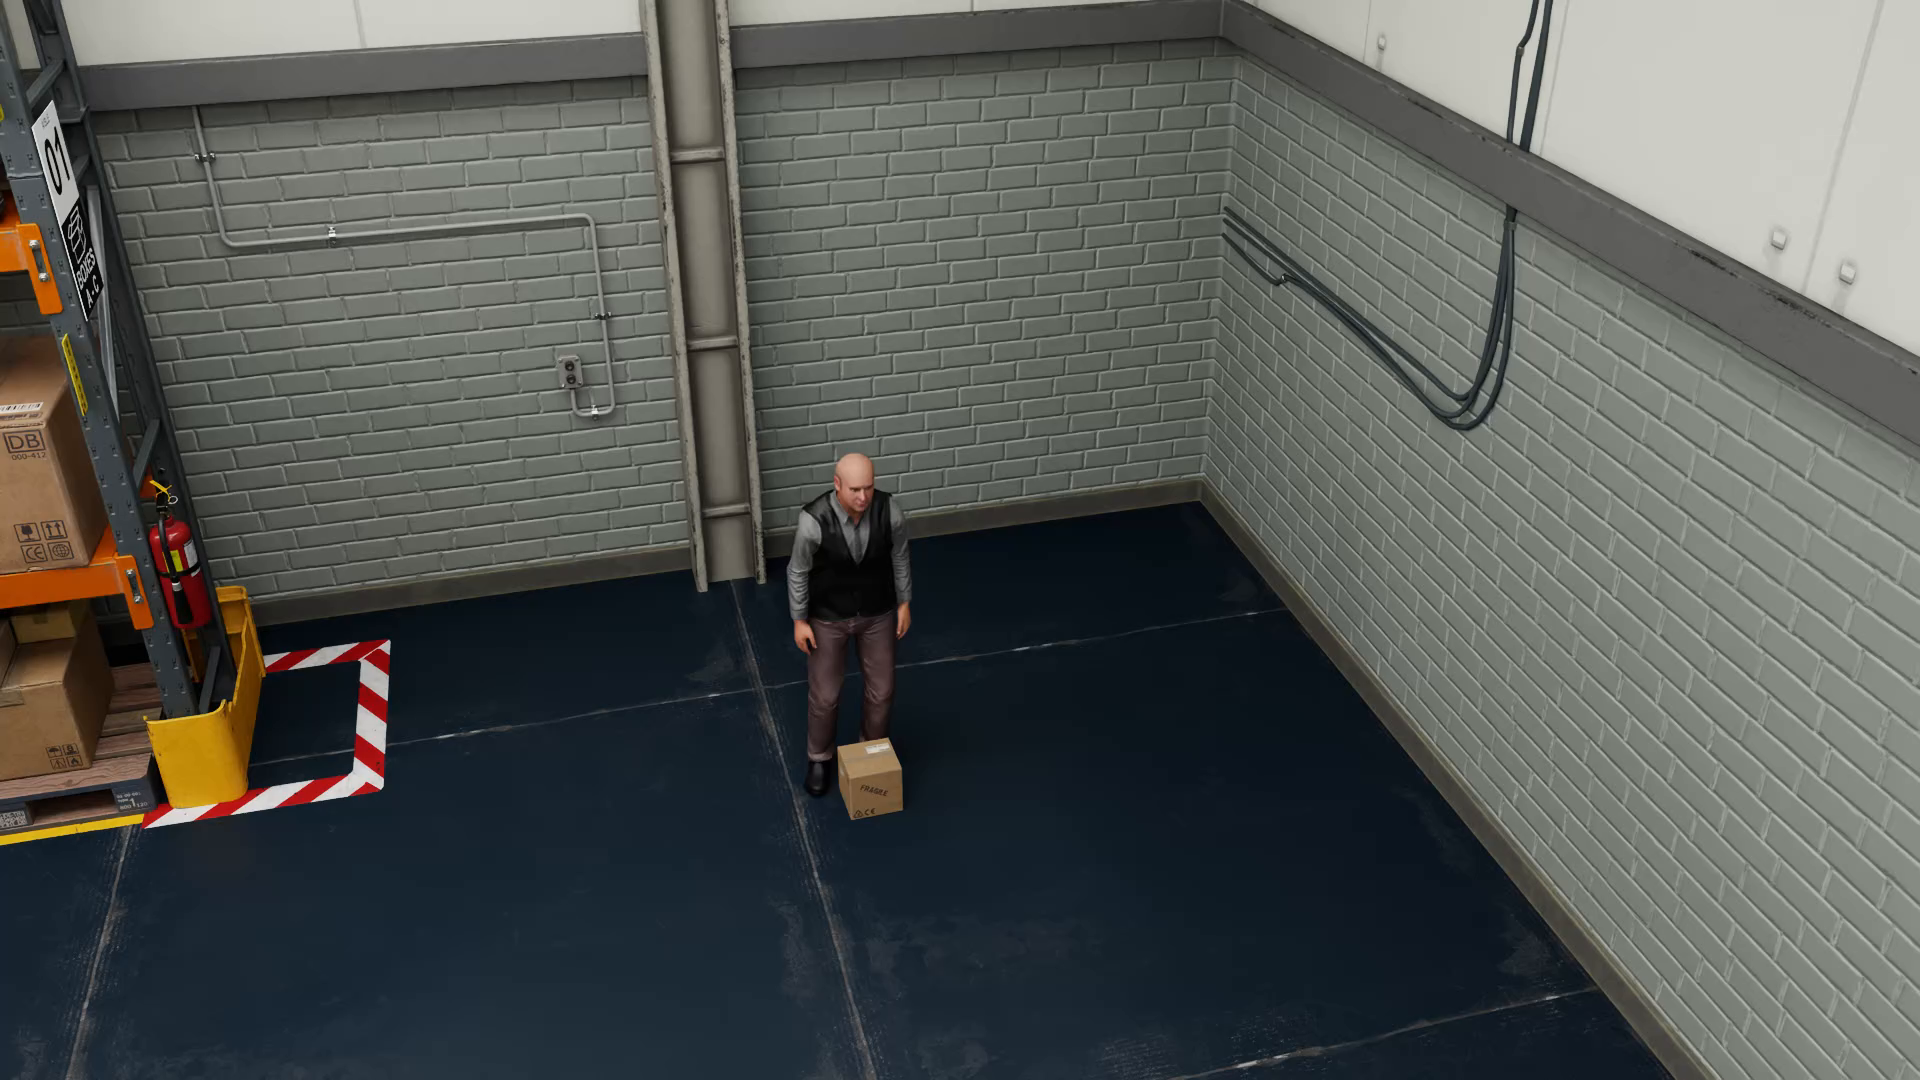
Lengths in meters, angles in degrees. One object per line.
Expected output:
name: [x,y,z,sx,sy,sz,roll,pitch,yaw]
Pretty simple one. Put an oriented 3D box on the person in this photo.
person: [-0.492,0.359,7.645,0.584,1.719,0.475,-10,31,-16]
